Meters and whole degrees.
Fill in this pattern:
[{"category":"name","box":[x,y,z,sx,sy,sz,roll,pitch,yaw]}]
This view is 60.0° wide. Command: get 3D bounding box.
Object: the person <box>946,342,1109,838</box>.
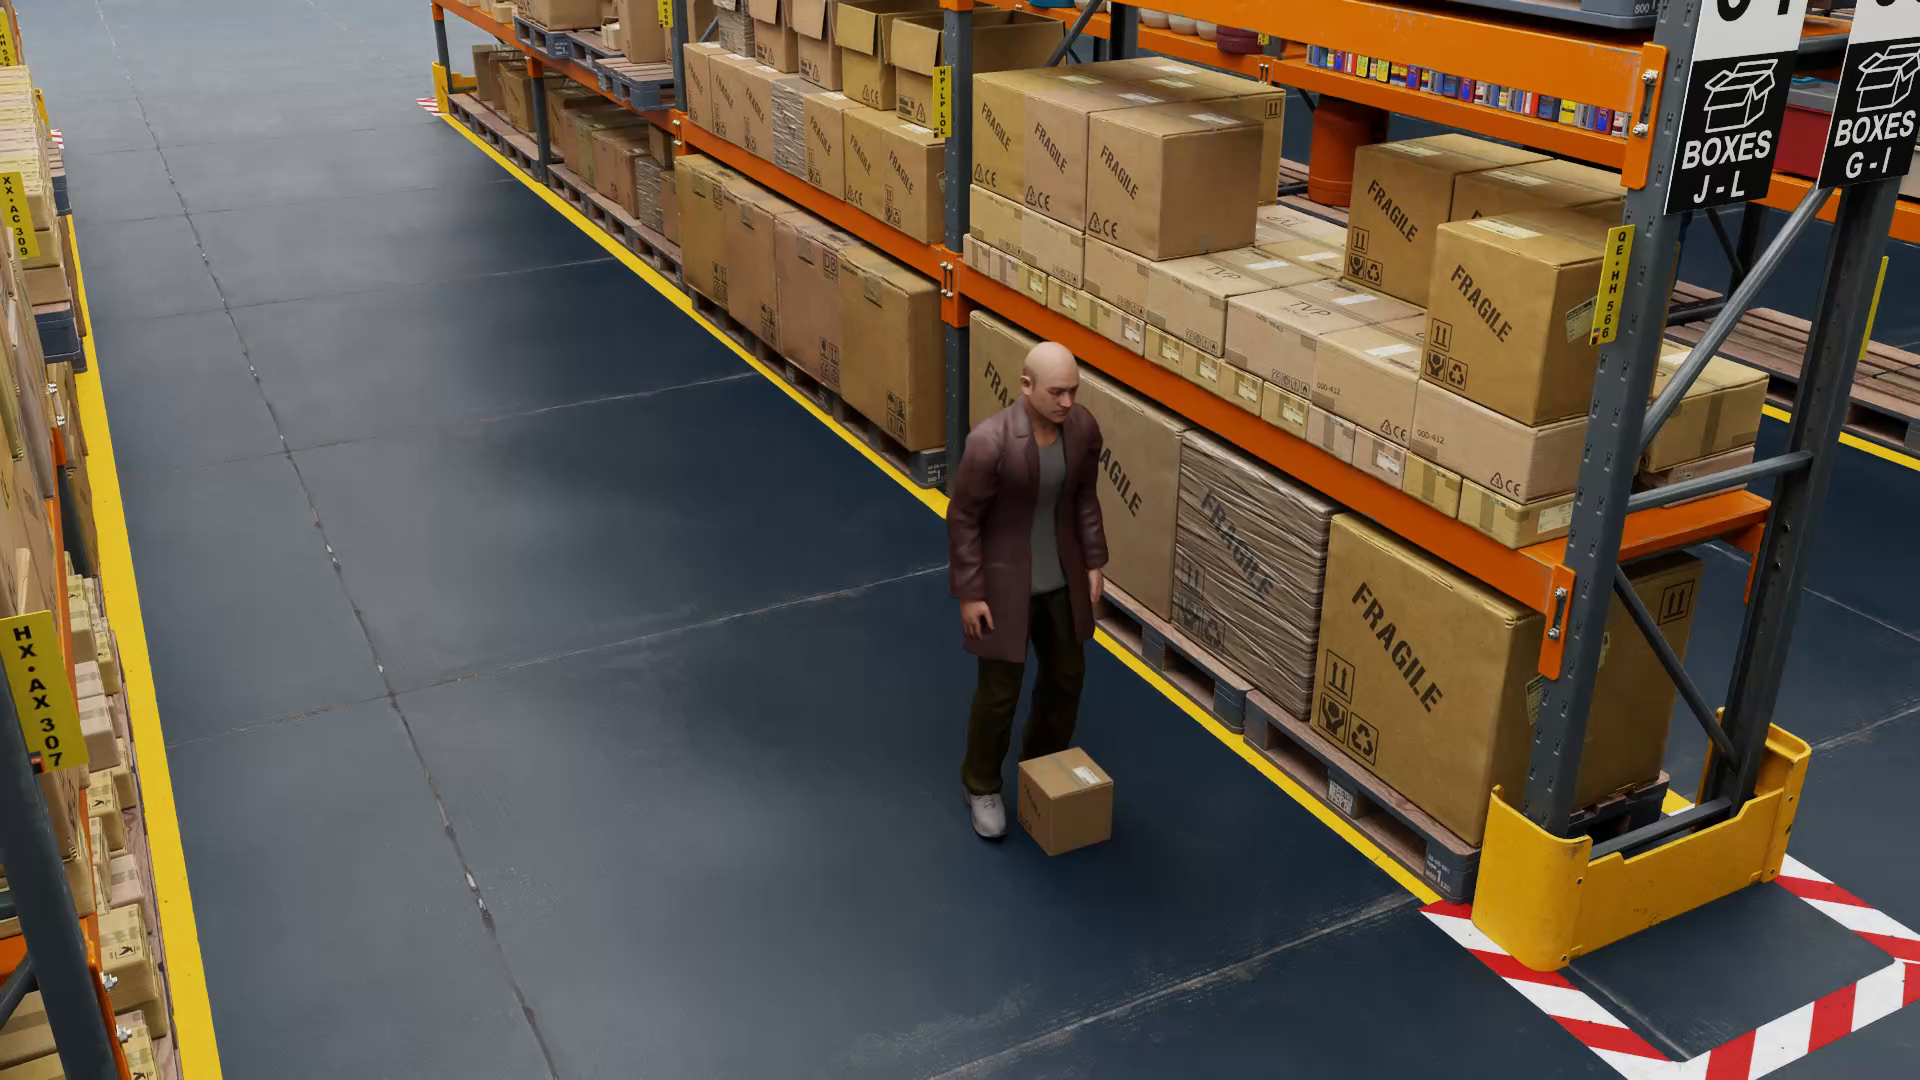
[{"category":"person","box":[0.247,0.151,5.806,0.629,1.772,0.428,-14,29,-27]}]
